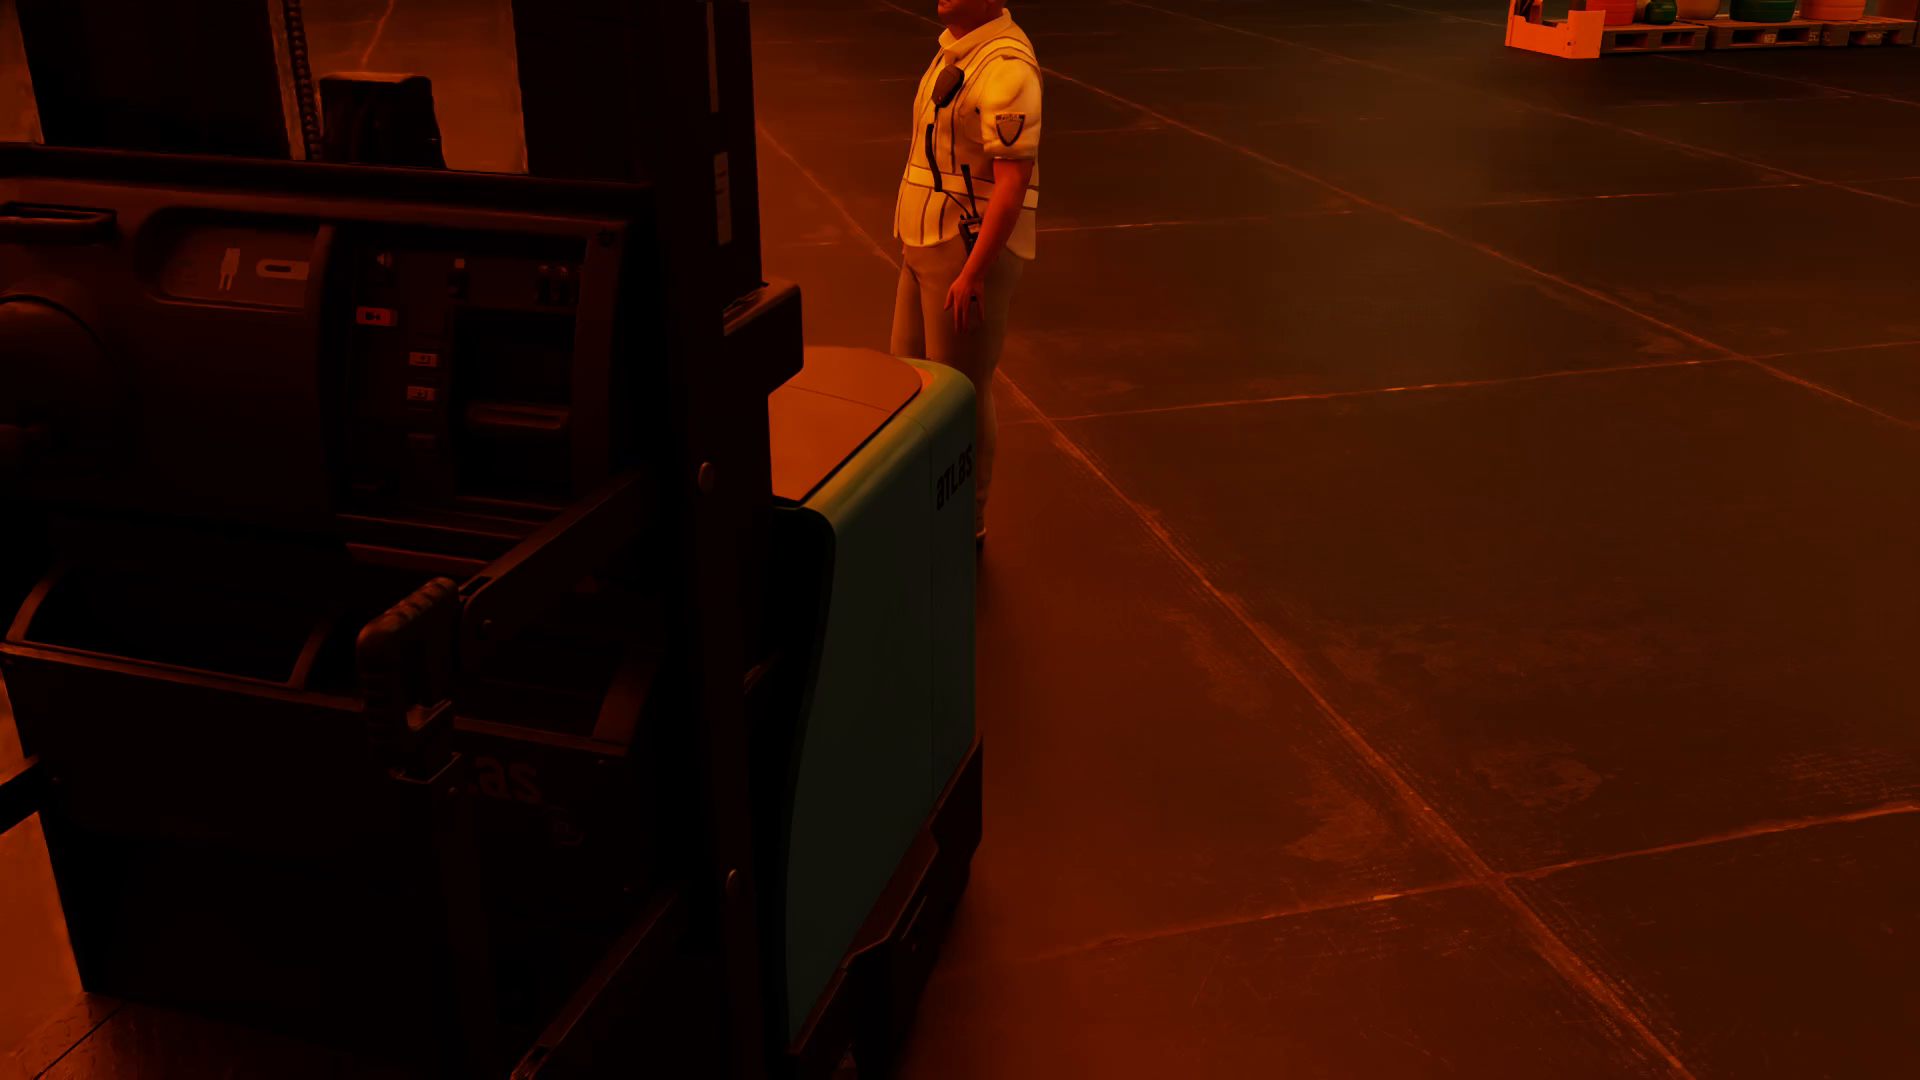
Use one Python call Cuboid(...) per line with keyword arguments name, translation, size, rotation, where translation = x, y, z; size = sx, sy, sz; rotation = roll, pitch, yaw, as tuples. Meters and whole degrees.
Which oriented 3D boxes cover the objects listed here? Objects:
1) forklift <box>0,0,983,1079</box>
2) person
Cuboid(name="forklift", translation=(-0.877, -0.196, 1.771), size=(1.130, 2.935, 3.031), rotation=(7, 24, 16))
Cuboid(name="person", translation=(-0.078, -0.823, 4.693), size=(0.575, 1.781, 0.640), rotation=(-6, 24, -14))
